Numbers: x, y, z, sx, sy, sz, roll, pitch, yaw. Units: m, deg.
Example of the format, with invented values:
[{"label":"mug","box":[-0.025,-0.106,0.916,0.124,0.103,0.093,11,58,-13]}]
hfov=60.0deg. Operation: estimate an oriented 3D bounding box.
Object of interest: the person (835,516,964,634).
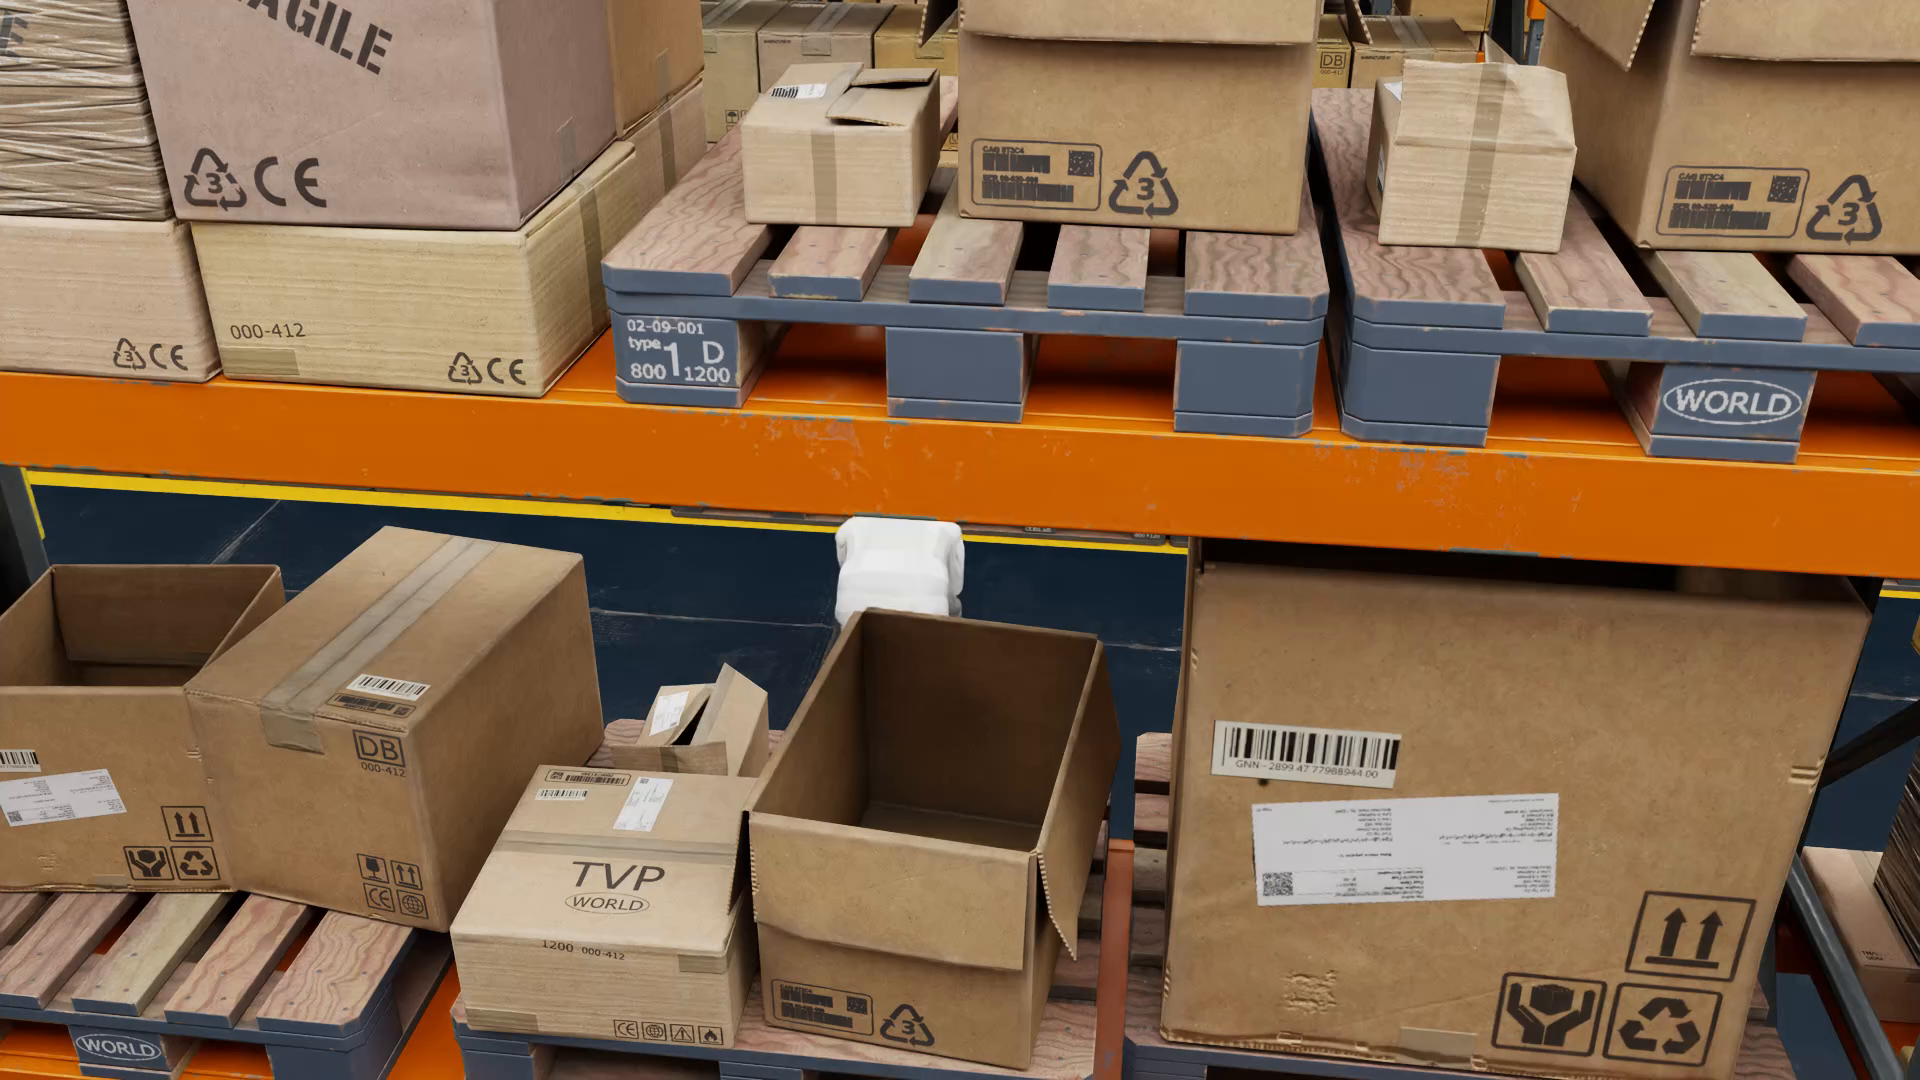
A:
[{"label":"person","box":[-0.253,0.256,6.653,0.519,0.828,0.977,3,28,5]}]
